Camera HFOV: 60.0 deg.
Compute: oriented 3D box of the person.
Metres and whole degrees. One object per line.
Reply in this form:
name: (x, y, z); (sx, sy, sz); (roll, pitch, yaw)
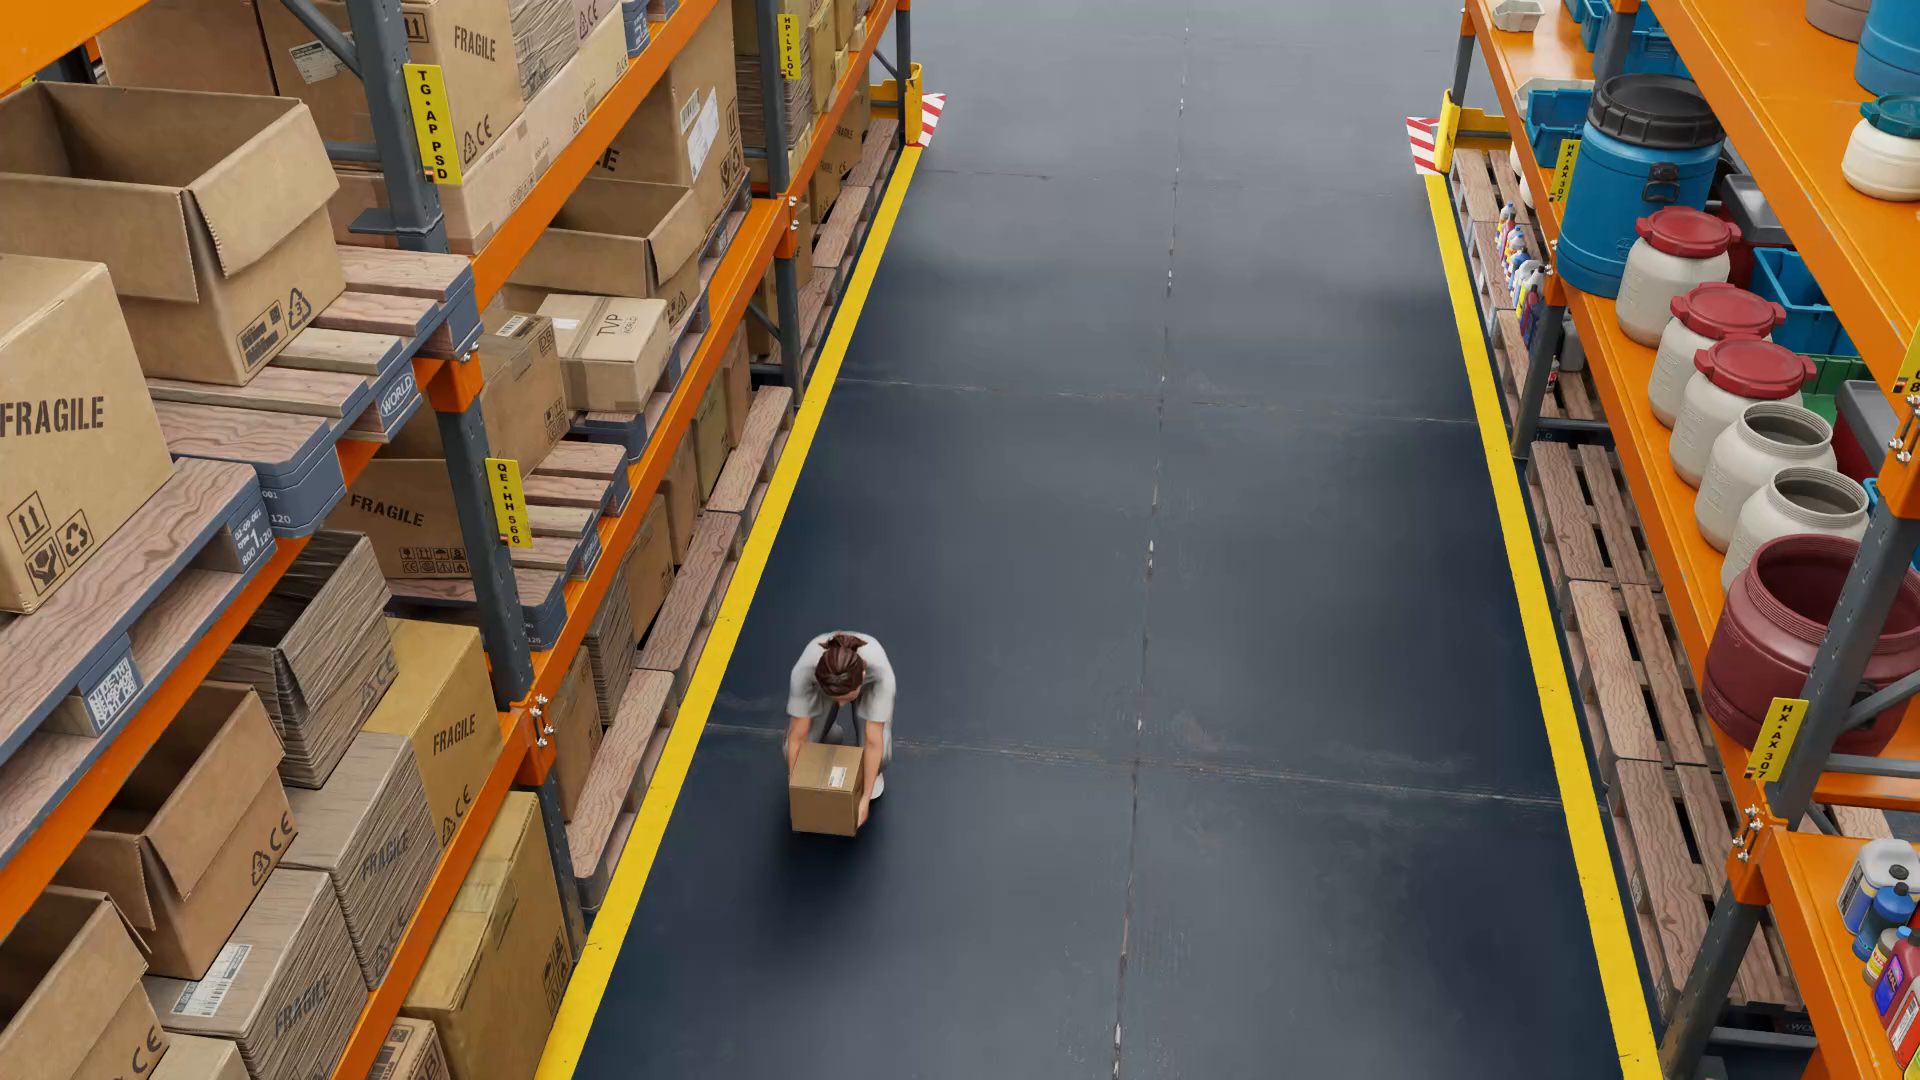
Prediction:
person: (-0.479, 0.680, 6.734); (0.468, 0.951, 0.811); (4, 36, 5)
